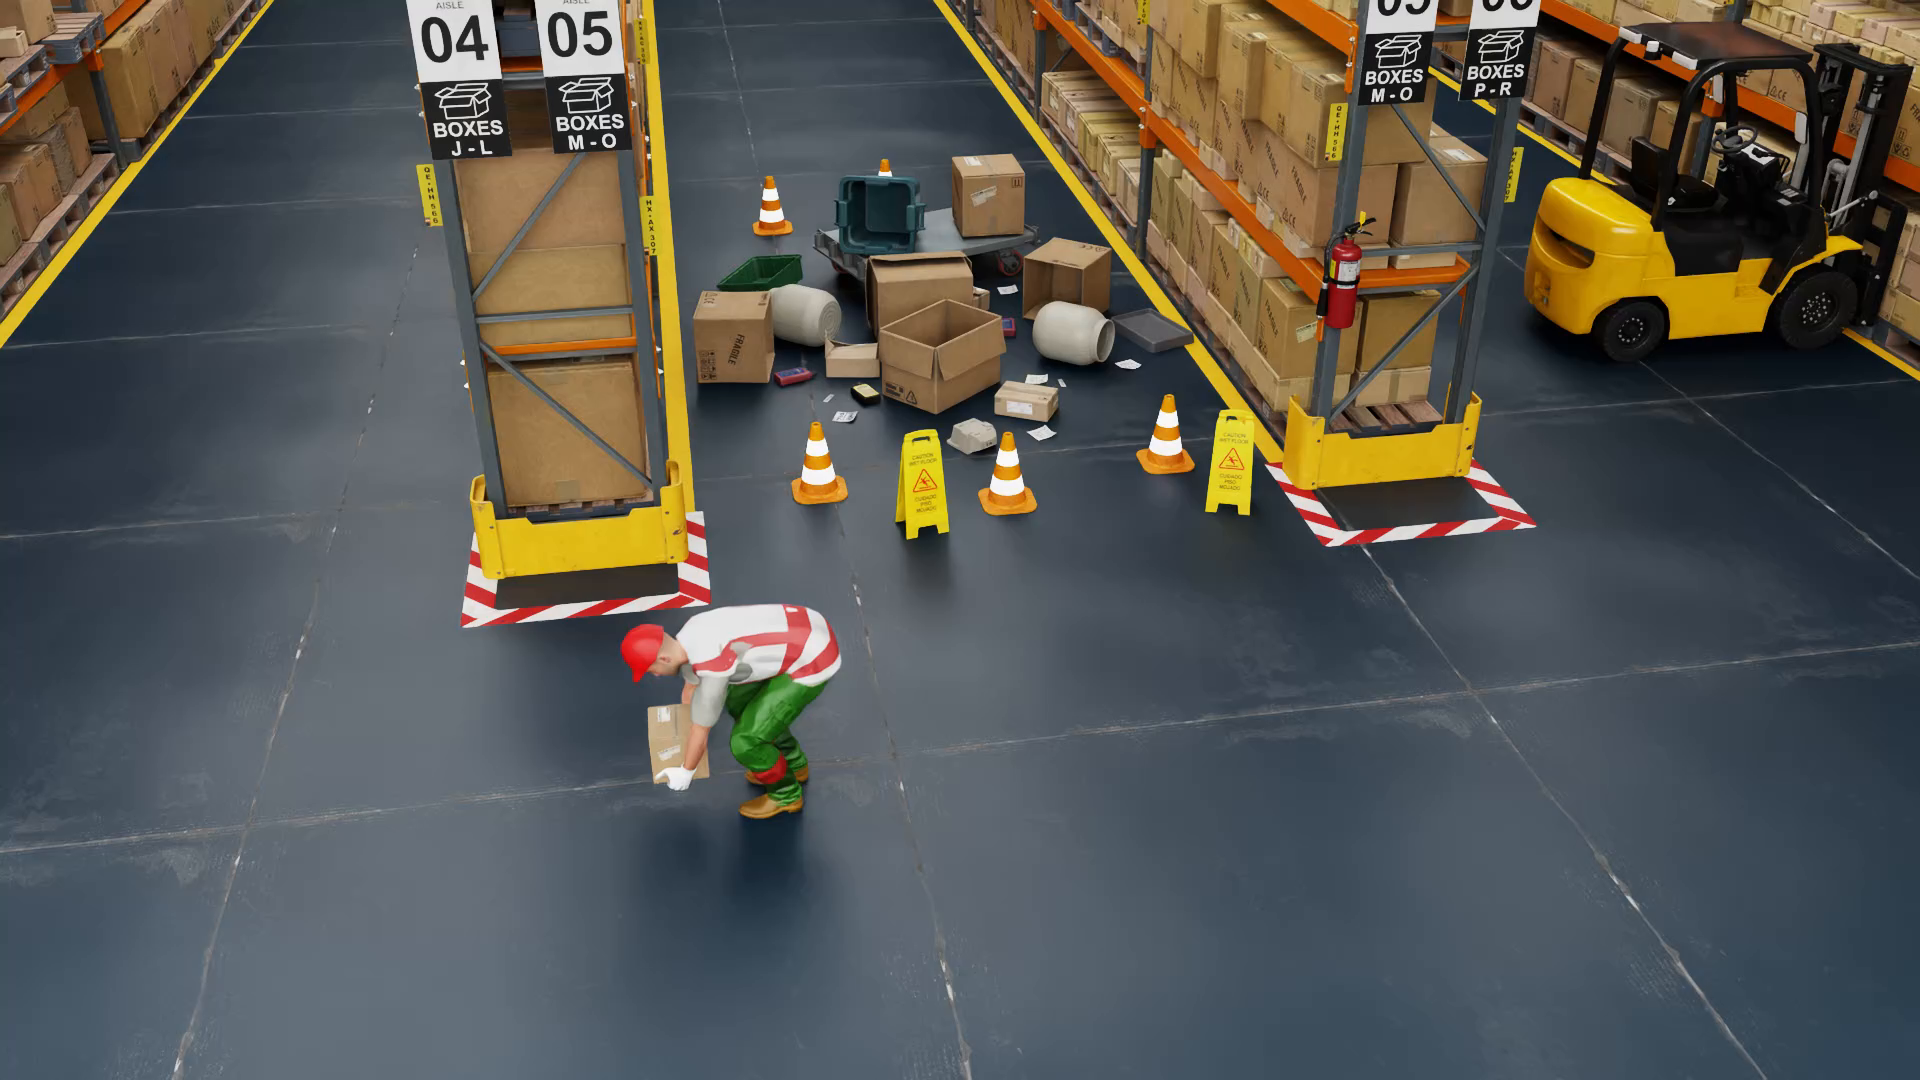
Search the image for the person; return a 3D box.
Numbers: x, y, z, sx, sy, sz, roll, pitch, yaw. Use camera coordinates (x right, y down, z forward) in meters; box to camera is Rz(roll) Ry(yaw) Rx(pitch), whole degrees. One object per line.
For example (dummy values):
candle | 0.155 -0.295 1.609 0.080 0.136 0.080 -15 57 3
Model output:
person | -1.011 0.770 7.540 0.958 1.041 0.522 -7 31 -11
